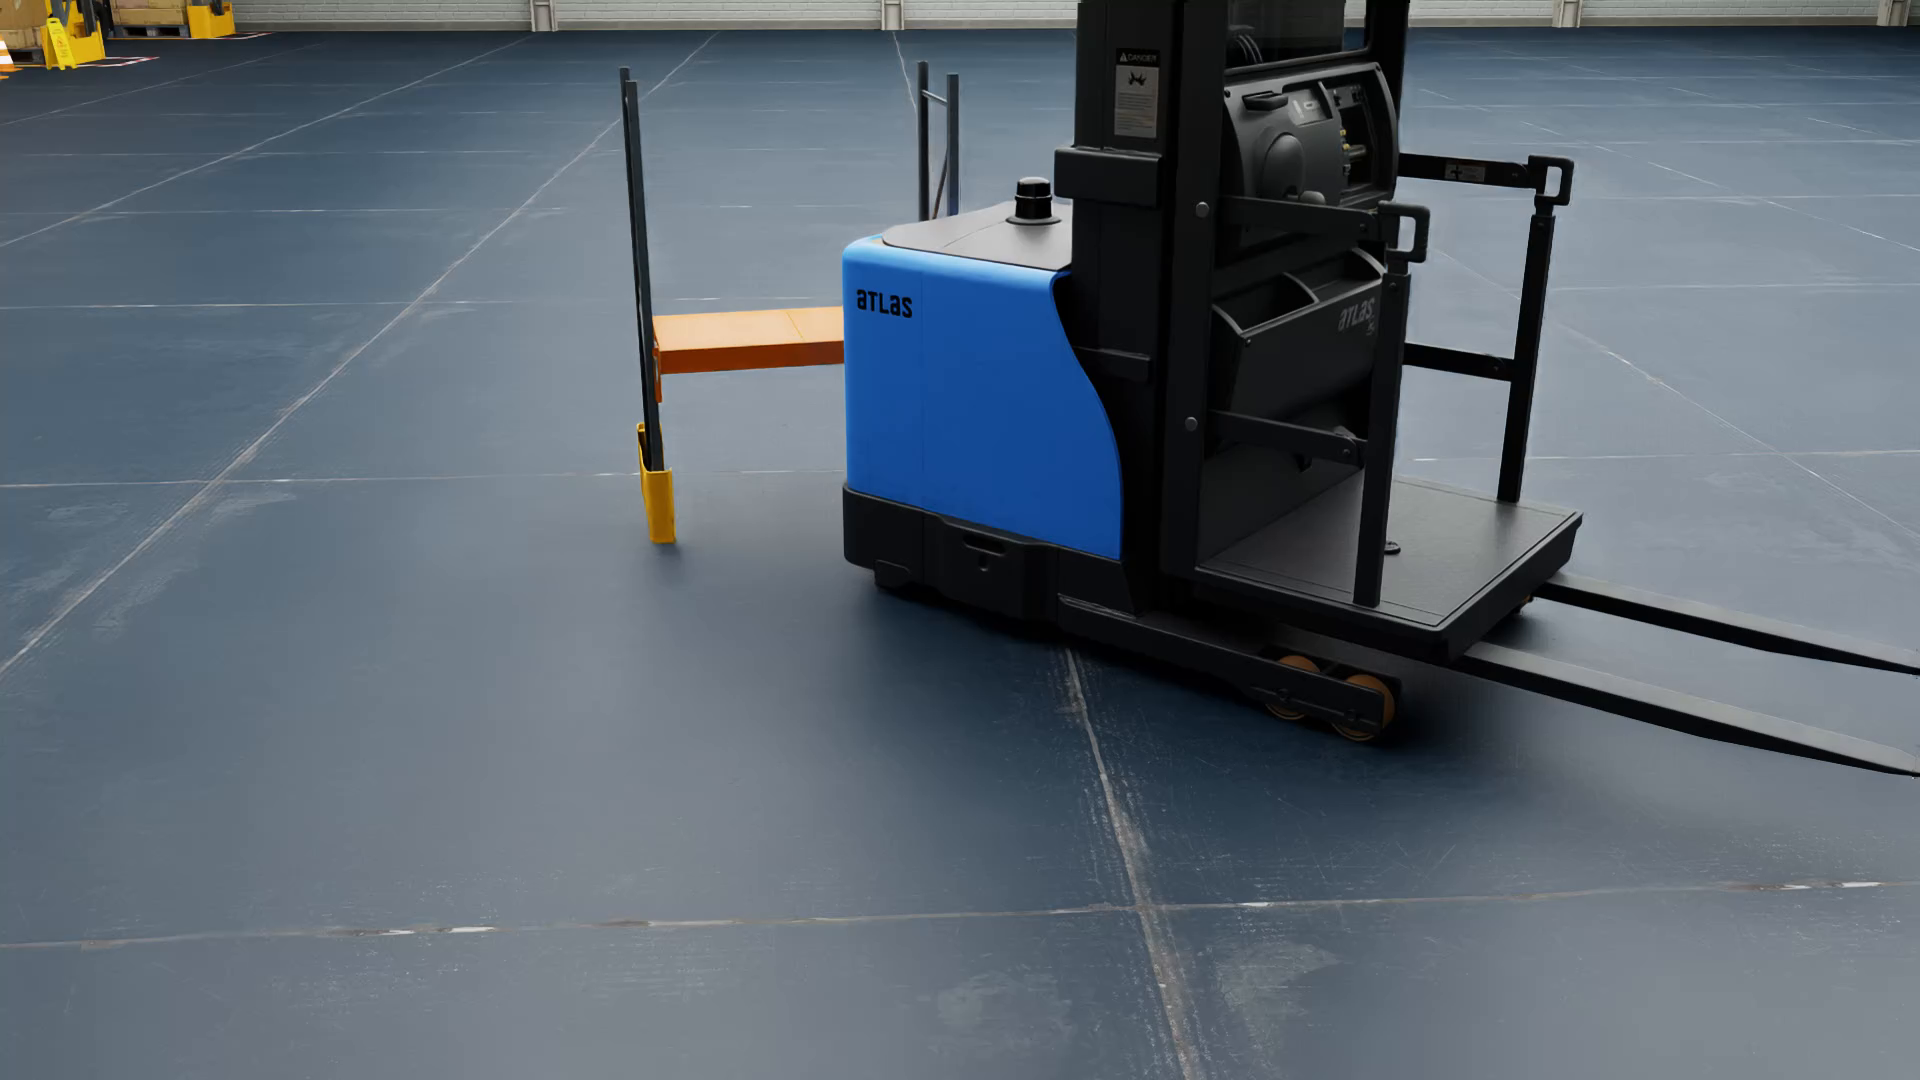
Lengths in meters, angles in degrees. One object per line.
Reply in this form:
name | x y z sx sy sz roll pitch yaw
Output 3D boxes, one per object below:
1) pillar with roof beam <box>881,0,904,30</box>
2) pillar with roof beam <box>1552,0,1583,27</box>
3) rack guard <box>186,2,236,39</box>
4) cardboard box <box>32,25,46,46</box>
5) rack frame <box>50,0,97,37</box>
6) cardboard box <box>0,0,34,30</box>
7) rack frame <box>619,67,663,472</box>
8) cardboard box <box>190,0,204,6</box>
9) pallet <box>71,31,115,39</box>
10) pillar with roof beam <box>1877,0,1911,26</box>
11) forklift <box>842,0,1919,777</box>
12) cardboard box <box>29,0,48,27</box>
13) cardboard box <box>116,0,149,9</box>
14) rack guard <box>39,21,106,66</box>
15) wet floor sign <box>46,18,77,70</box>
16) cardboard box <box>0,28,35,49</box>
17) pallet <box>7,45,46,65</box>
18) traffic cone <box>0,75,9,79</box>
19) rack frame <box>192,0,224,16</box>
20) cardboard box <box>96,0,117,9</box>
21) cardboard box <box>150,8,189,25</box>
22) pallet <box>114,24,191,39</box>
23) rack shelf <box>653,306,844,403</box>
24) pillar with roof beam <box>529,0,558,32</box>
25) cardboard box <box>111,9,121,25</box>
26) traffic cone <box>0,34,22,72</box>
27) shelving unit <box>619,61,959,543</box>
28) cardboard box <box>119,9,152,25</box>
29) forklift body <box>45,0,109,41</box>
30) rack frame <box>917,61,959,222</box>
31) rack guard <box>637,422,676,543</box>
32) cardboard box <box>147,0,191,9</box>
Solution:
pillar with roof beam | -0.928 -11.592 23.422 0.400 9.000 9.100 -1 21 -3
pillar with roof beam | 11.052 -11.836 24.062 0.400 9.000 9.100 -1 21 -3
rack guard | -12.384 -8.600 27.508 0.348 0.500 1.175 -1 21 -3
cardboard box | -12.942 -6.998 23.060 0.500 0.250 0.500 -1 21 -3
rack frame | -12.121 -8.005 22.431 0.127 3.000 1.000 -1 21 -3
cardboard box | -12.906 -7.158 22.426 0.500 0.500 0.500 -1 21 -3
rack frame | -1.066 -0.794 5.598 0.032 1.500 0.500 -5 21 -13
cardboard box | -12.889 -8.977 27.556 0.500 0.250 0.500 -1 21 -2
pallet | -14.384 -8.411 27.416 1.213 0.211 1.003 -1 21 -3
pillar with roof beam | 17.042 -11.958 24.382 0.400 9.000 9.100 -1 21 -3
forklift | 1.110 -1.068 4.307 3.031 2.935 1.130 15 26 35
cardboard box | -12.966 -7.348 22.925 0.500 0.500 0.500 -2 21 -5
cardboard box | -13.377 -8.786 27.053 0.500 0.250 0.500 -1 21 -4
rack guard | -12.197 -6.835 22.872 0.348 0.500 1.175 -1 21 -3
wet floor sign | -11.870 -6.528 21.862 0.232 0.644 0.267 6 22 16
cardboard box | -12.936 -6.804 22.550 0.500 0.250 0.500 -1 21 -3
pallet | -13.010 -6.696 22.913 1.213 0.211 1.003 -1 21 -3
traffic cone | -12.074 -5.965 20.638 0.334 0.463 0.336 -1 21 -3
rack frame | -12.408 -9.768 27.062 0.127 3.000 1.000 -1 21 -3
cardboard box | -13.892 -8.768 27.006 0.500 0.250 0.500 -2 21 -4
cardboard box | -12.859 -8.558 27.157 0.500 0.250 0.500 -1 21 -3
pallet | -13.169 -8.435 27.478 1.213 0.211 1.003 -1 21 -3
rack shelf | -0.571 -0.668 5.772 1.000 0.185 0.538 -5 21 -13
pillar with roof beam | -6.918 -11.470 23.102 0.400 9.000 9.100 -1 21 -3
cardboard box | -13.856 -8.544 27.121 0.500 0.250 0.500 -1 21 -2
traffic cone | -12.476 -6.352 21.656 0.334 0.463 0.336 -1 21 -3
shelving unit | -0.580 -0.835 5.706 1.083 1.500 0.587 -5 21 -13
cardboard box | -13.356 -8.551 27.139 0.500 0.250 0.500 -1 21 -3
forklift body | -14.197 -8.685 25.410 1.214 2.155 2.313 -1 21 -3
rack frame | -0.077 -0.878 5.818 0.032 1.500 0.500 -5 21 -13
rack guard | -1.065 -0.210 5.821 0.087 0.250 0.587 -5 21 -13
cardboard box | -12.876 -8.792 27.070 0.500 0.250 0.500 -1 21 -4
